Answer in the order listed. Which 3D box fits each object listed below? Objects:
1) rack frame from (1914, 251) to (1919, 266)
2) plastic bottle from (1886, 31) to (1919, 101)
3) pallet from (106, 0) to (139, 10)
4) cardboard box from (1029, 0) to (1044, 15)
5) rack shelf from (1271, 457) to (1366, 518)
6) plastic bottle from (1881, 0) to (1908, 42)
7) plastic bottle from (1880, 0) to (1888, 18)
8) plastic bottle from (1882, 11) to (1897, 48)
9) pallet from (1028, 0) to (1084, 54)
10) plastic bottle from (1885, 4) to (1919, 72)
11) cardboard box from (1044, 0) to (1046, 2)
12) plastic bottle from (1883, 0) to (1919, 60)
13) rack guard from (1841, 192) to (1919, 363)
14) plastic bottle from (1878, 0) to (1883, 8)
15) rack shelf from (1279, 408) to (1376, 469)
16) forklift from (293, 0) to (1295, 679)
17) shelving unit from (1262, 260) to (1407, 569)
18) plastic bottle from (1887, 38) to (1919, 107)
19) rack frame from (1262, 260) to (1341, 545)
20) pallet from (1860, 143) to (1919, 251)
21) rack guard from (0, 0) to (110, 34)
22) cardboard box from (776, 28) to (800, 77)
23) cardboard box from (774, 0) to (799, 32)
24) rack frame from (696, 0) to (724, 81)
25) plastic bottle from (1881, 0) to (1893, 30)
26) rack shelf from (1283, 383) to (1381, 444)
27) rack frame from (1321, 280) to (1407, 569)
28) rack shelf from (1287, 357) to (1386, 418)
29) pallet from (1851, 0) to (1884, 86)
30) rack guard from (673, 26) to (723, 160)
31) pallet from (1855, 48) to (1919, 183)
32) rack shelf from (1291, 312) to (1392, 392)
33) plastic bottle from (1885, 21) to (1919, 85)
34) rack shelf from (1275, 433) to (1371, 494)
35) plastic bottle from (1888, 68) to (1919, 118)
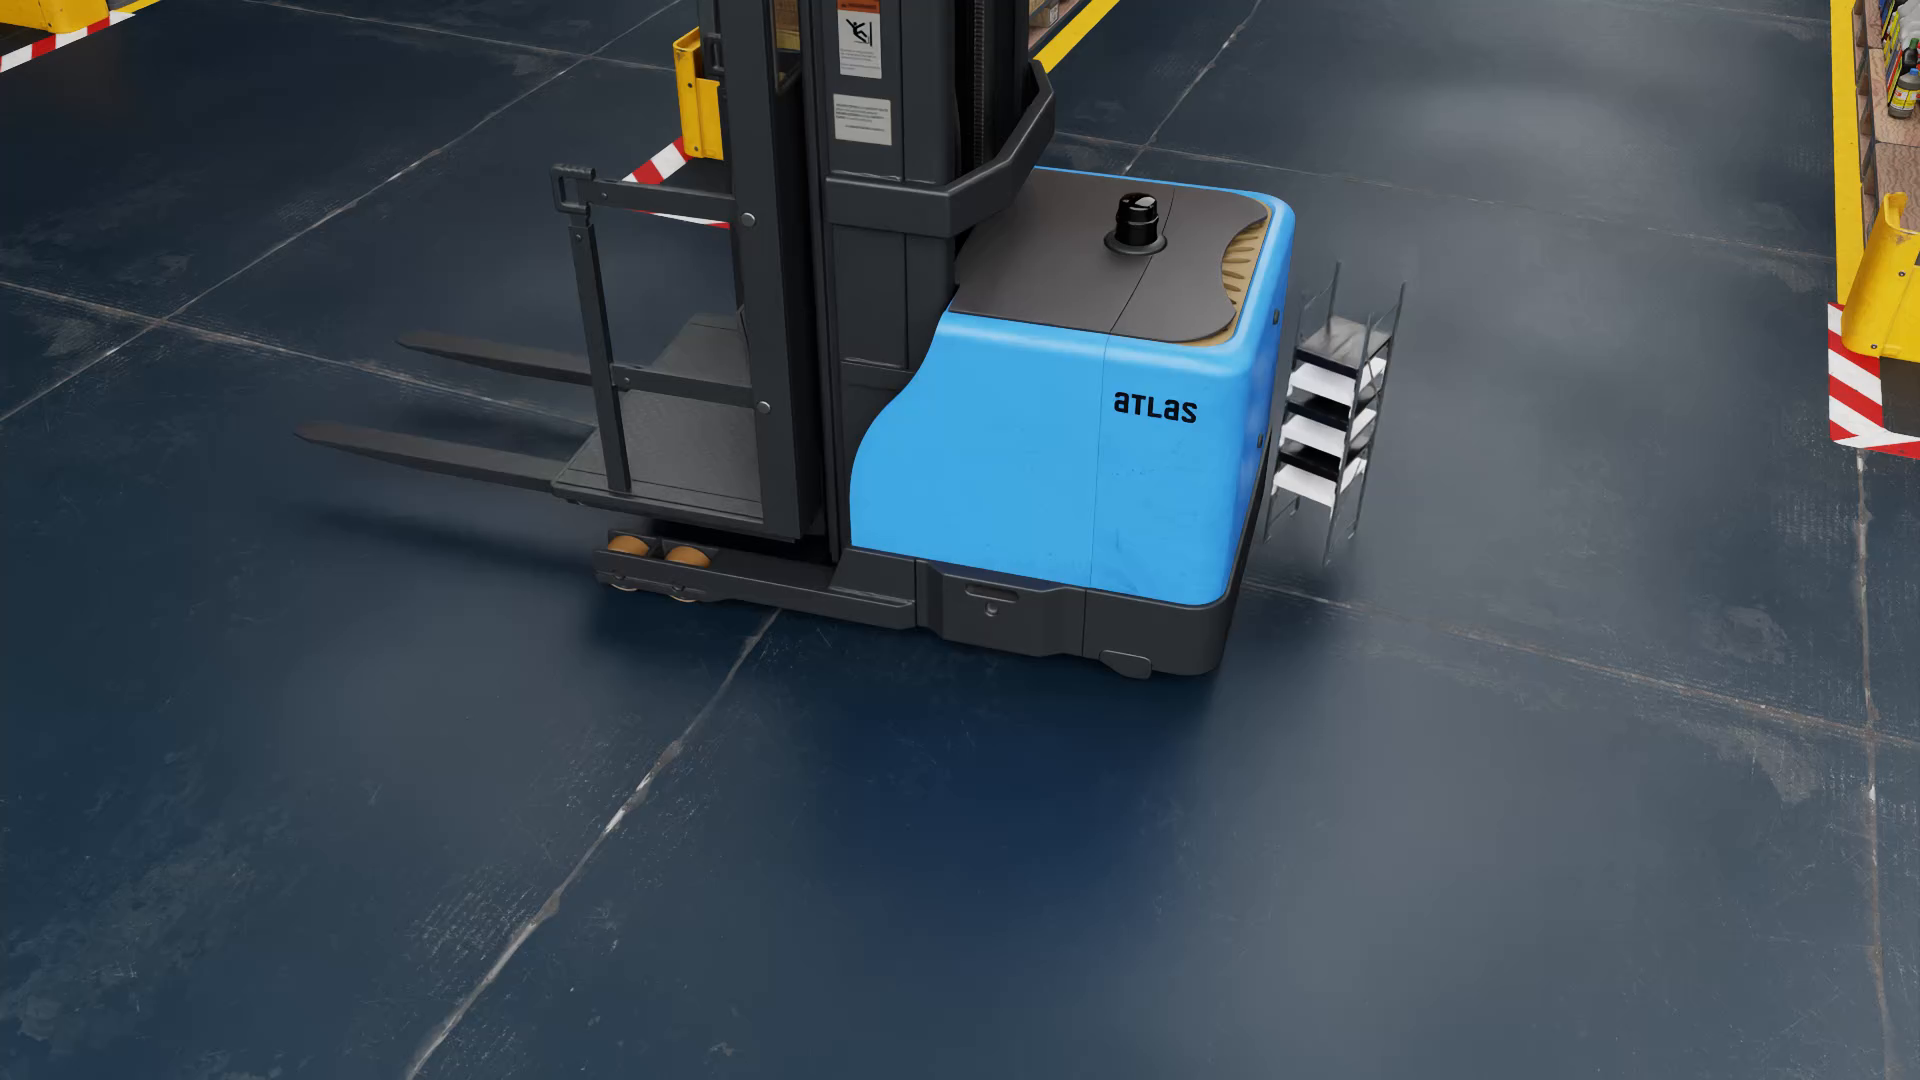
[{"bbox_3d":[3.906,-1.816,5.173,1.000,3.000,0.127,14,39,18],"label":"rack frame"},{"bbox_3d":[4.321,-2.151,7.530,0.152,0.276,0.135,14,39,18],"label":"plastic bottle"},{"bbox_3d":[-4.885,-3.439,9.675,1.003,0.211,1.213,14,39,18],"label":"pallet"},{"bbox_3d":[0.114,-2.813,8.454,0.500,0.250,0.500,14,39,18],"label":"cardboard box"},{"bbox_3d":[1.108,-0.193,5.107,0.200,0.077,0.258,24,44,27],"label":"rack shelf"},{"bbox_3d":[4.564,-2.580,8.097,0.061,0.283,0.133,16,40,20],"label":"plastic bottle"},{"bbox_3d":[4.738,-2.793,8.326,0.144,0.351,0.185,15,39,19],"label":"plastic bottle"},{"bbox_3d":[4.536,-2.477,8.029,0.097,0.201,0.097,0,37,0],"label":"plastic bottle"},{"bbox_3d":[0.045,-2.935,9.000,1.003,0.211,1.213,14,39,18],"label":"pallet"},{"bbox_3d":[4.433,-2.350,7.734,0.144,0.351,0.185,15,39,20],"label":"plastic bottle"},{"bbox_3d":[0.309,-3.089,8.823,0.500,0.250,0.500,14,39,18],"label":"cardboard box"},{"bbox_3d":[4.504,-2.453,7.872,0.144,0.351,0.185,14,39,17],"label":"plastic bottle"},{"bbox_3d":[3.892,-0.867,5.992,1.175,0.500,0.348,14,39,18],"label":"rack guard"},{"bbox_3d":[4.804,-2.854,8.470,0.152,0.276,0.135,15,39,19],"label":"plastic bottle"},{"bbox_3d":[1.110,-0.335,4.996,0.200,0.077,0.258,24,44,27],"label":"rack shelf"},{"bbox_3d":[-0.599,-1.279,4.513,3.031,2.935,1.130,10,38,13],"label":"forklift"},{"bbox_3d":[1.111,-0.361,4.976,0.210,0.900,0.258,24,44,27],"label":"shelving unit"},{"bbox_3d":[4.227,-2.089,7.441,0.061,0.283,0.133,15,39,19],"label":"plastic bottle"},{"bbox_3d":[1.028,-0.399,5.022,0.006,0.900,0.240,24,44,27],"label":"rack frame"},{"bbox_3d":[4.206,-1.200,6.679,1.003,0.211,1.213,14,39,18],"label":"pallet"},{"bbox_3d":[-5.227,-3.113,8.997,1.175,0.500,0.348,14,39,18],"label":"rack guard"},{"bbox_3d":[-0.742,-2.377,7.871,0.500,0.250,0.500,14,39,18],"label":"cardboard box"},{"bbox_3d":[-0.744,-2.678,7.647,0.500,0.500,0.500,14,39,18],"label":"cardboard box"},{"bbox_3d":[-0.673,-2.946,6.686,1.000,3.000,0.127,14,39,18],"label":"rack frame"},{"bbox_3d":[4.666,-2.688,8.186,0.144,0.351,0.185,12,38,16],"label":"plastic bottle"},{"bbox_3d":[1.111,-0.406,4.941,0.200,0.077,0.258,24,44,27],"label":"rack shelf"},{"bbox_3d":[1.193,-0.324,4.930,0.006,0.900,0.240,24,44,27],"label":"rack frame"},{"bbox_3d":[1.112,-0.477,4.886,0.200,0.077,0.258,24,44,27],"label":"rack shelf"},{"bbox_3d":[5.134,-2.551,8.486,1.003,0.211,1.213,14,39,18],"label":"pallet"},{"bbox_3d":[-0.682,-1.931,7.416,1.175,0.500,0.348,14,39,18],"label":"rack guard"},{"bbox_3d":[4.672,-1.873,7.580,1.003,0.211,1.213,14,39,18],"label":"pallet"},{"bbox_3d":[1.114,-0.548,4.831,0.200,0.077,0.258,24,44,27],"label":"rack shelf"},{"bbox_3d":[4.374,-2.228,7.632,0.152,0.276,0.135,13,39,16],"label":"plastic bottle"},{"bbox_3d":[1.109,-0.264,5.052,0.200,0.077,0.258,24,44,27],"label":"rack shelf"},{"bbox_3d":[4.200,-1.988,7.374,0.097,0.201,0.097,0,37,0],"label":"plastic bottle"}]
